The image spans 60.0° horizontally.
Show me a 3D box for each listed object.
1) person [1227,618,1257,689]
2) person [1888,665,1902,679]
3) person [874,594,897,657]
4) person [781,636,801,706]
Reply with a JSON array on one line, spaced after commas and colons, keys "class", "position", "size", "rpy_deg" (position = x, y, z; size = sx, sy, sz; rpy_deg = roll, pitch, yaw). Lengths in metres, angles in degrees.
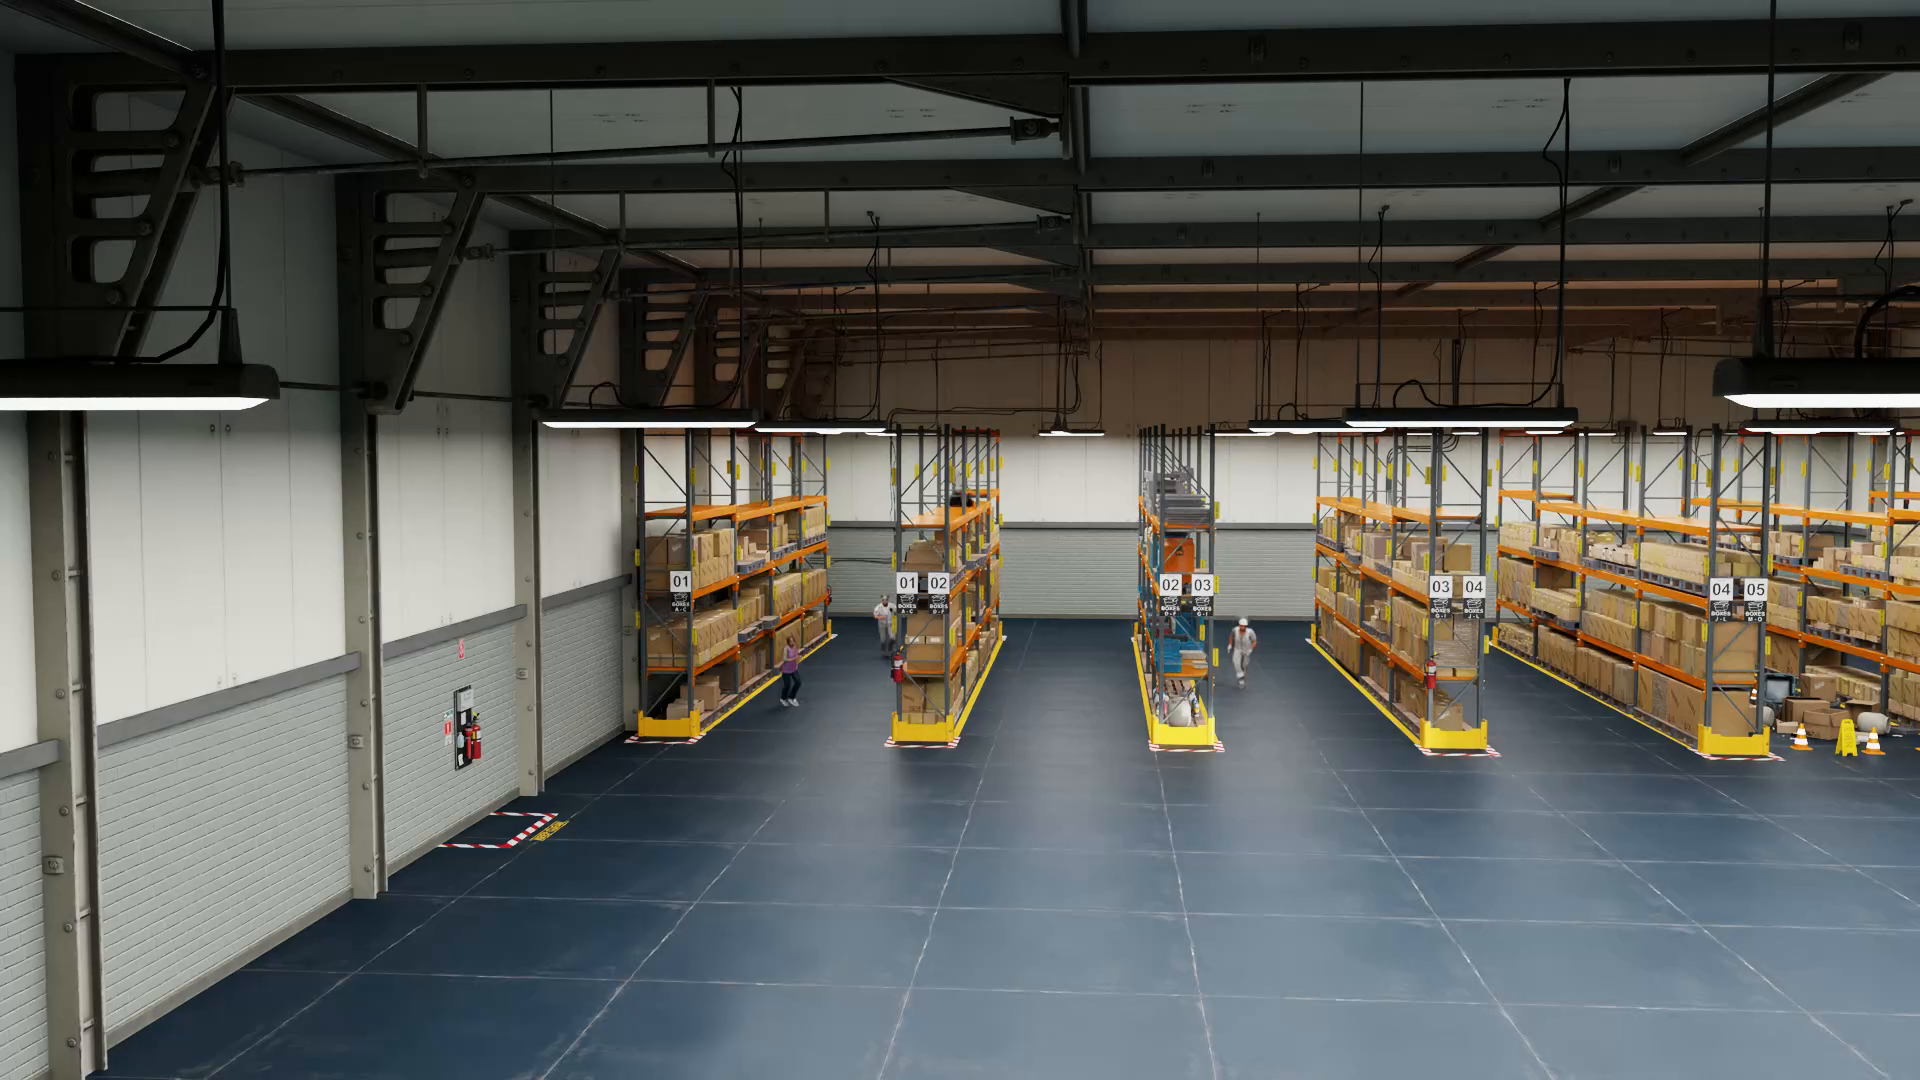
[{"class": "person", "position": [6.493, 2.568, 38.247], "size": [0.677, 1.623, 1.102], "rpy_deg": [1, 4, 11]}, {"class": "person", "position": [21.471, 2.541, 38.112], "size": [0.682, 1.734, 0.818], "rpy_deg": [0, 3, -2]}, {"class": "person", "position": [-1.922, 2.238, 43.570], "size": [0.677, 1.670, 0.919], "rpy_deg": [0, 3, -4]}, {"class": "person", "position": [-3.641, 2.796, 35.381], "size": [0.495, 1.557, 0.808], "rpy_deg": [-3, 4, -38]}]
